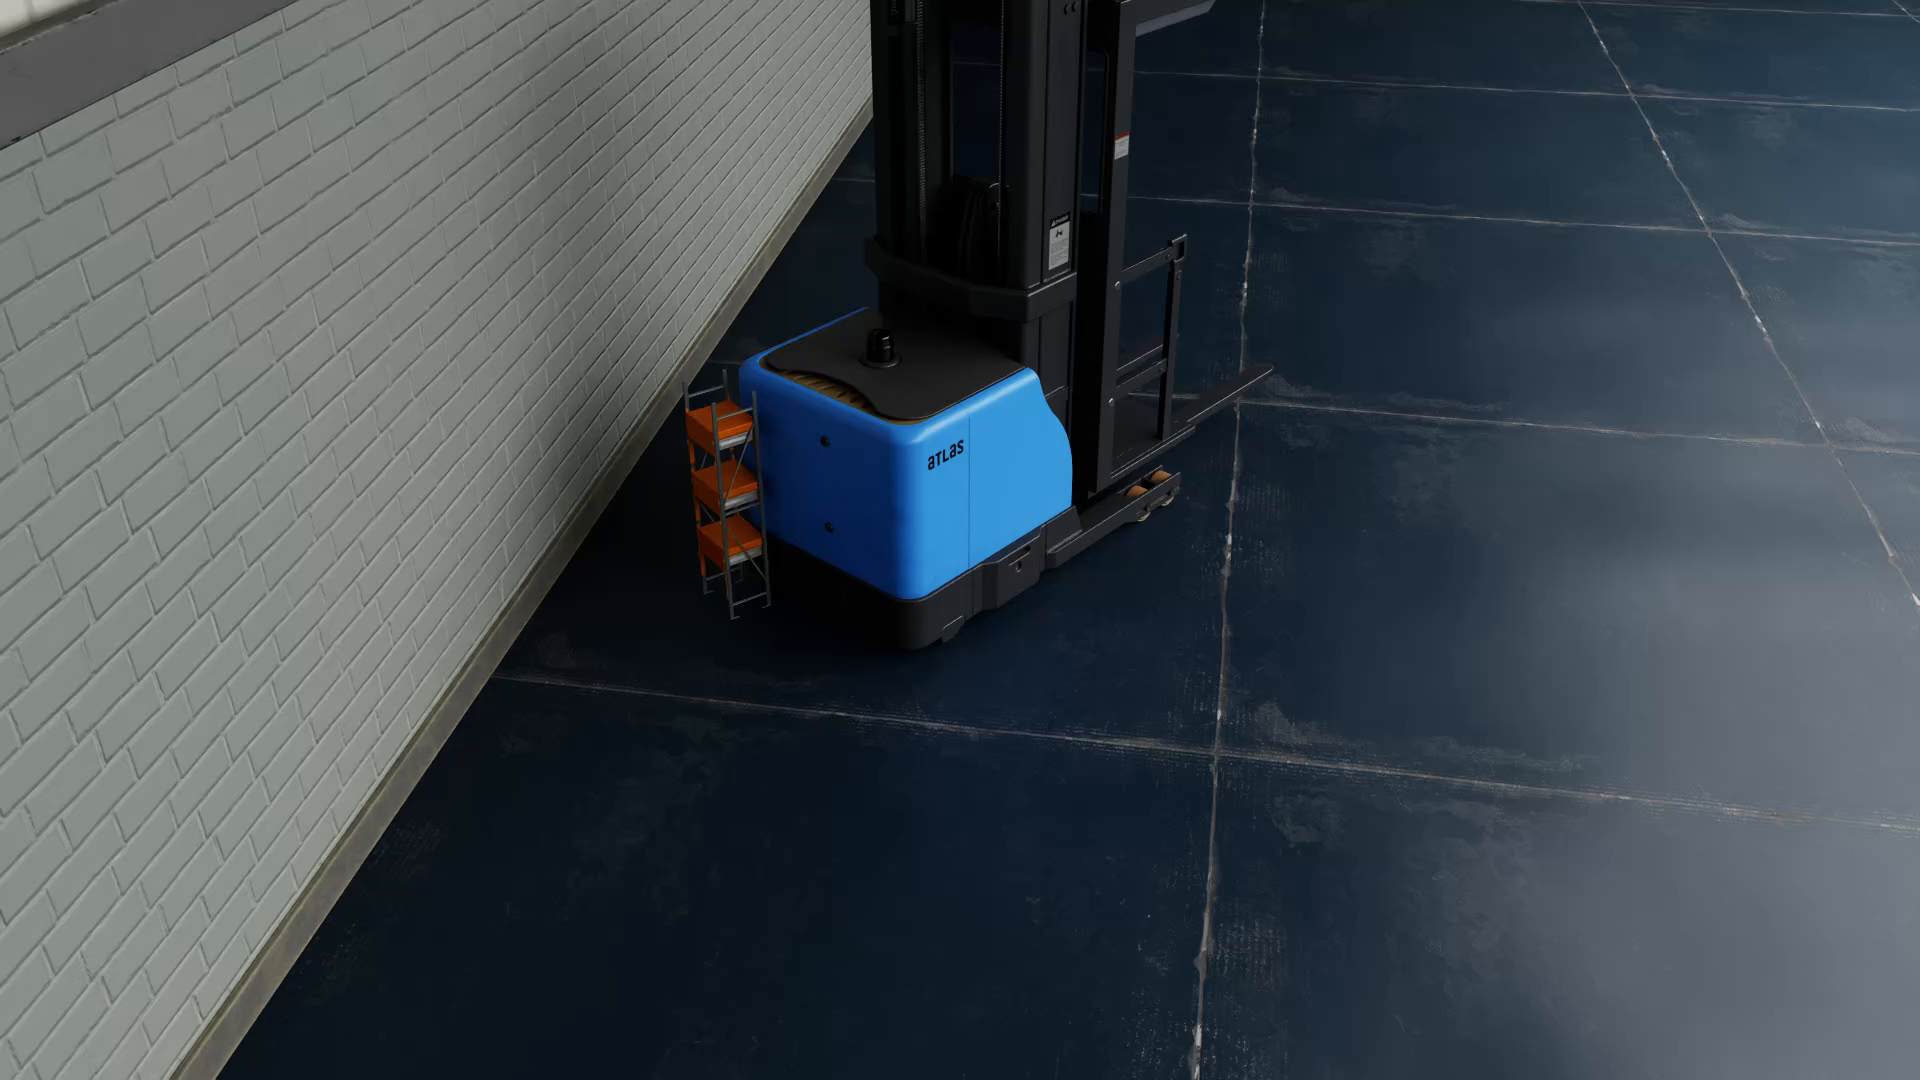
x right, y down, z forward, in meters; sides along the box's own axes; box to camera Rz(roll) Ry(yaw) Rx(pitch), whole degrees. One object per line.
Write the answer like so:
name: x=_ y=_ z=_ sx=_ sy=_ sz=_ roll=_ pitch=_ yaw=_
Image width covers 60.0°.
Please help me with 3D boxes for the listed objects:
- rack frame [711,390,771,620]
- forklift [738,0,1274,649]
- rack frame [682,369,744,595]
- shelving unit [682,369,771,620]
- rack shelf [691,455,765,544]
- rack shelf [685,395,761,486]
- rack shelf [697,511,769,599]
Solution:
rack frame: x=-0.912 y=-0.129 z=6.967 sx=0.200 sy=1.050 sz=0.008 roll=-21 pitch=38 yaw=-30
forklift: x=0.412 y=-1.490 z=7.368 sx=1.130 sy=2.935 sz=3.031 roll=25 pitch=40 yaw=34
rack frame: x=-1.054 y=-0.235 z=7.136 sx=0.200 sy=1.050 sz=0.008 roll=-21 pitch=38 yaw=-30
shelving unit: x=-0.983 y=-0.182 z=7.051 sx=0.215 sy=1.050 sz=0.252 roll=-21 pitch=38 yaw=-30
rack shelf: x=-0.983 y=-0.173 z=7.057 sx=0.215 sy=0.259 sz=0.240 roll=-21 pitch=38 yaw=-30
rack shelf: x=-0.983 y=-0.414 z=6.907 sx=0.215 sy=0.259 sz=0.240 roll=-21 pitch=38 yaw=-30
rack shelf: x=-0.983 y=0.062 z=7.205 sx=0.215 sy=0.259 sz=0.240 roll=-21 pitch=38 yaw=-30
